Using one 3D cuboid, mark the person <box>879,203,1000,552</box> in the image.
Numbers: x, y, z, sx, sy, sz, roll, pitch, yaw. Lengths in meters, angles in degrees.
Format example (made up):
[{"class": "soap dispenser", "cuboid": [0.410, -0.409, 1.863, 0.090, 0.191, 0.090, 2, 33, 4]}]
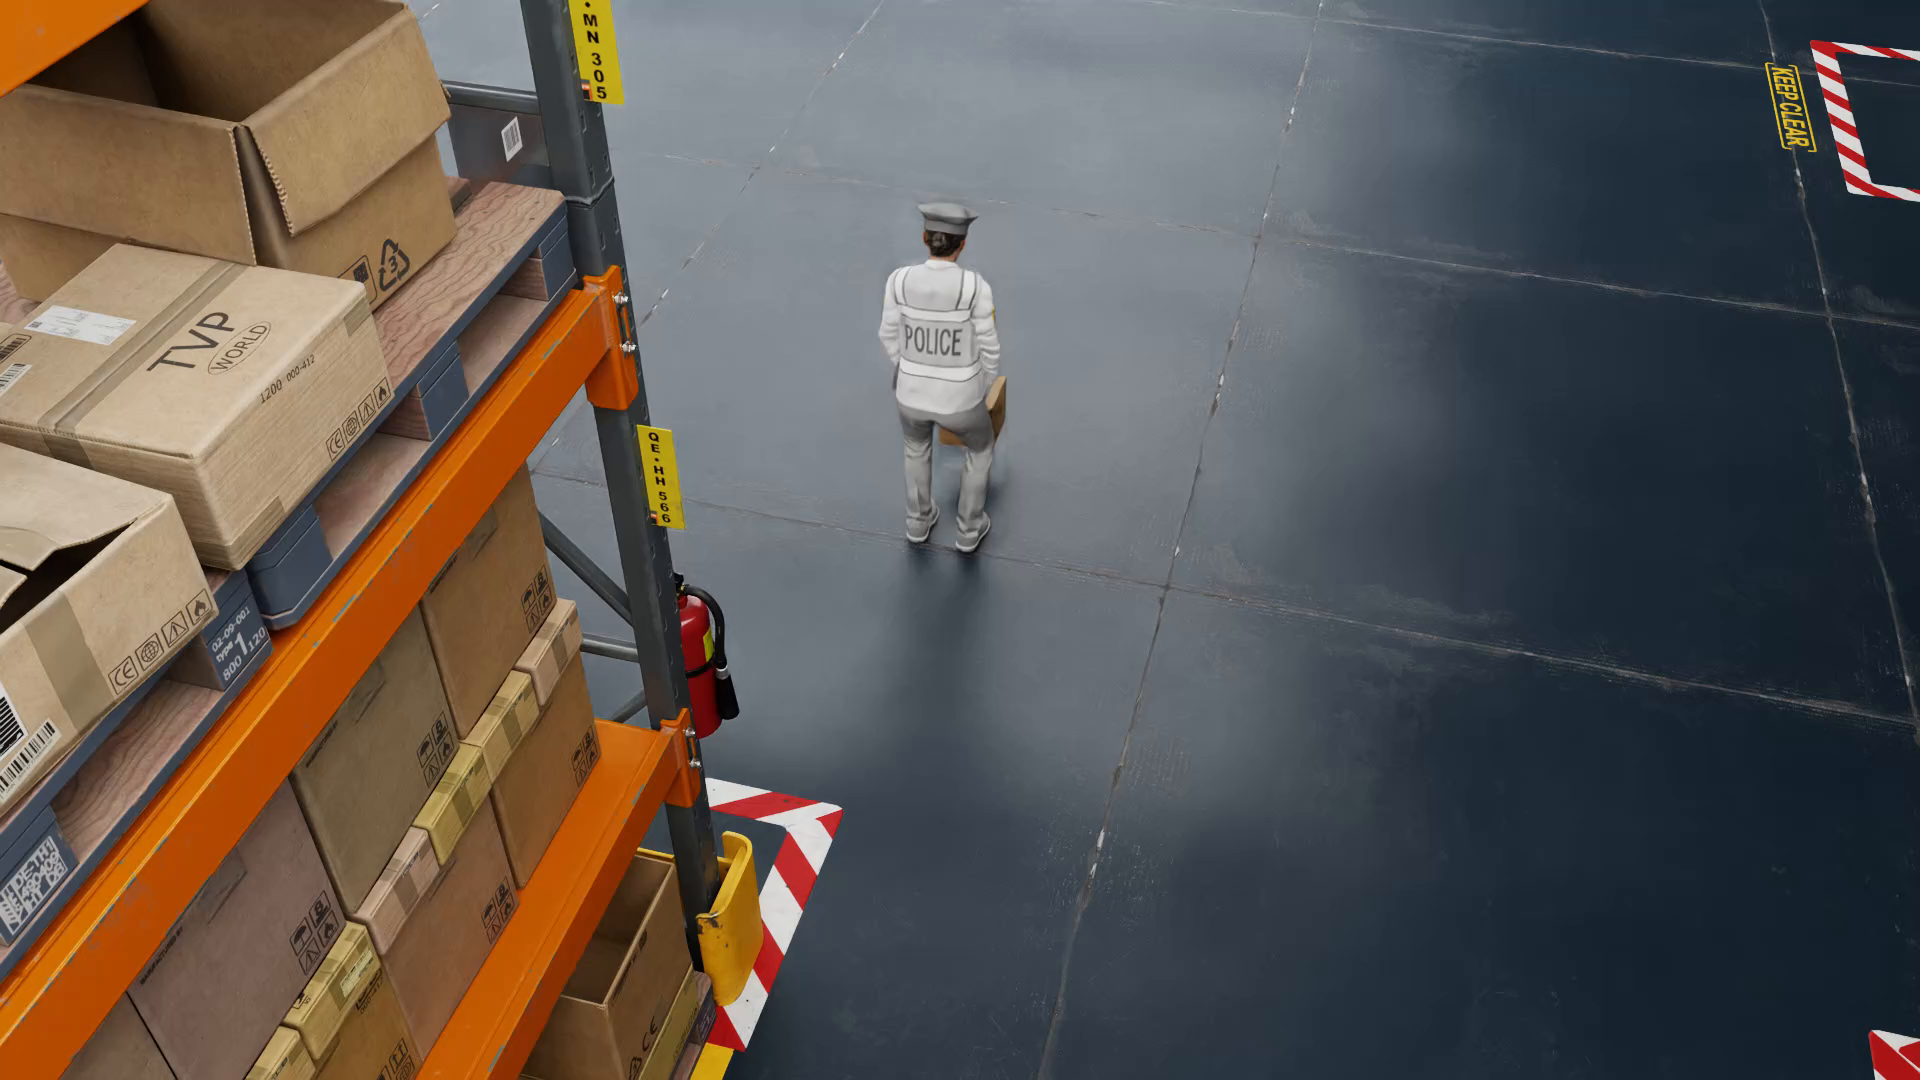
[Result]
[{"class": "person", "cuboid": [-0.084, -0.657, 6.984, 0.516, 1.576, 0.526, 11, 42, 12]}]
